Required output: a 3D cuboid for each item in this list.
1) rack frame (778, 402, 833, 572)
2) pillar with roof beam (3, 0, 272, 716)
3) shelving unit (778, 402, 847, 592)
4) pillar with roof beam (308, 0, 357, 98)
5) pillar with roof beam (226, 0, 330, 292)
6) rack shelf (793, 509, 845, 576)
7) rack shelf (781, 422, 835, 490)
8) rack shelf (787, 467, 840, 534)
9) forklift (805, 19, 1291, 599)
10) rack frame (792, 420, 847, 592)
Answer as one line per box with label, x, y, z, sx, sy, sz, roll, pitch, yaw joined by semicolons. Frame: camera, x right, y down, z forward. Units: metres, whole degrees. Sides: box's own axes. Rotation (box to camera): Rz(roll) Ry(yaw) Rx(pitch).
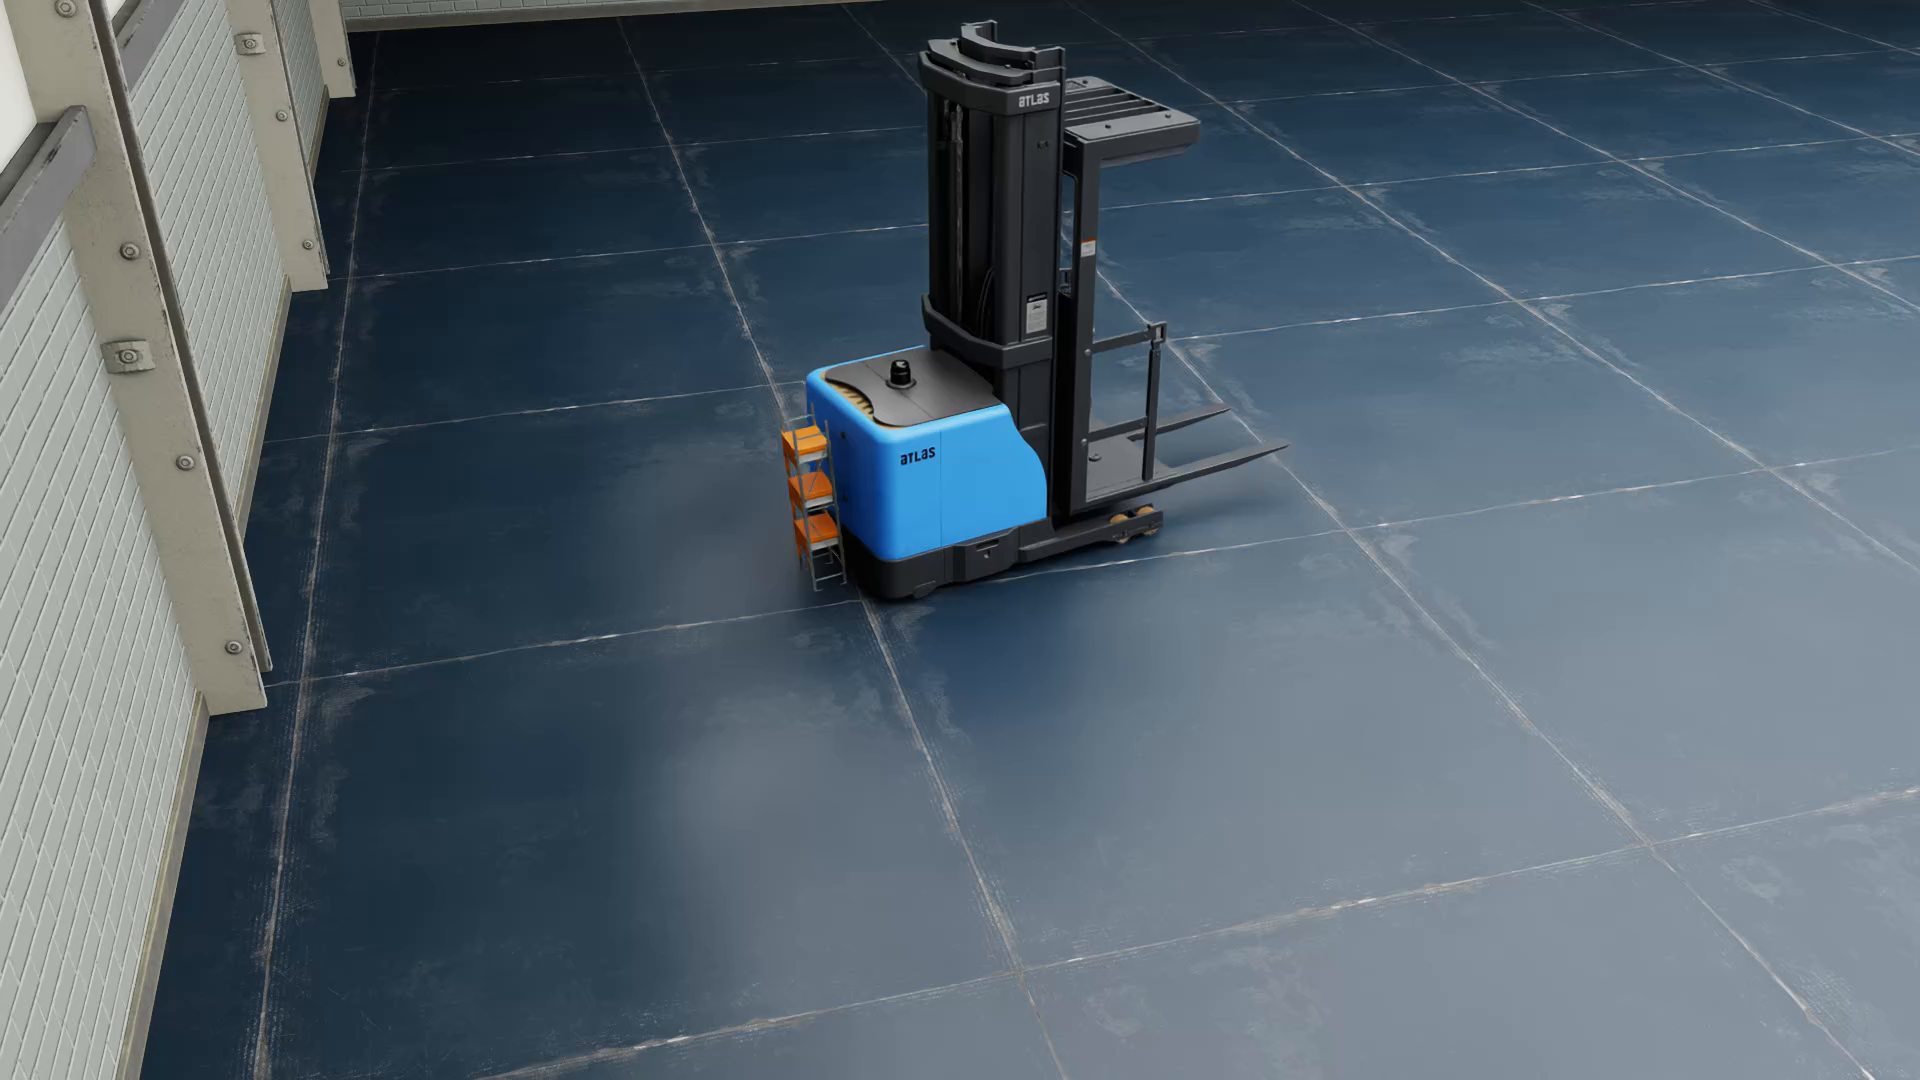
rack frame;-0.868;-0.288;9.417;0.200;1.050;0.008;-15;33;-17
pillar with roof beam;0.402;-3.687;7.368;9.100;9.000;0.400;-8;31;-13
shelving unit;-0.821;-0.232;9.319;0.215;1.050;0.252;-15;33;-17
pillar with roof beam;-2.783;-9.483;17.381;9.100;9.000;0.400;-8;31;-13
pillar with roof beam;-1.191;-6.585;12.375;9.100;9.000;0.400;-8;31;-13
rack shelf;-0.802;0.014;9.470;0.215;0.259;0.240;-15;33;-17
rack shelf;-0.839;-0.464;9.176;0.215;0.259;0.240;-15;33;-17
rack shelf;-0.820;-0.223;9.325;0.215;0.259;0.240;-15;33;-17
forklift;0.637;-1.465;9.586;3.031;2.935;1.130;-16;34;-25
rack frame;-0.774;-0.176;9.221;0.200;1.050;0.008;-15;33;-17
